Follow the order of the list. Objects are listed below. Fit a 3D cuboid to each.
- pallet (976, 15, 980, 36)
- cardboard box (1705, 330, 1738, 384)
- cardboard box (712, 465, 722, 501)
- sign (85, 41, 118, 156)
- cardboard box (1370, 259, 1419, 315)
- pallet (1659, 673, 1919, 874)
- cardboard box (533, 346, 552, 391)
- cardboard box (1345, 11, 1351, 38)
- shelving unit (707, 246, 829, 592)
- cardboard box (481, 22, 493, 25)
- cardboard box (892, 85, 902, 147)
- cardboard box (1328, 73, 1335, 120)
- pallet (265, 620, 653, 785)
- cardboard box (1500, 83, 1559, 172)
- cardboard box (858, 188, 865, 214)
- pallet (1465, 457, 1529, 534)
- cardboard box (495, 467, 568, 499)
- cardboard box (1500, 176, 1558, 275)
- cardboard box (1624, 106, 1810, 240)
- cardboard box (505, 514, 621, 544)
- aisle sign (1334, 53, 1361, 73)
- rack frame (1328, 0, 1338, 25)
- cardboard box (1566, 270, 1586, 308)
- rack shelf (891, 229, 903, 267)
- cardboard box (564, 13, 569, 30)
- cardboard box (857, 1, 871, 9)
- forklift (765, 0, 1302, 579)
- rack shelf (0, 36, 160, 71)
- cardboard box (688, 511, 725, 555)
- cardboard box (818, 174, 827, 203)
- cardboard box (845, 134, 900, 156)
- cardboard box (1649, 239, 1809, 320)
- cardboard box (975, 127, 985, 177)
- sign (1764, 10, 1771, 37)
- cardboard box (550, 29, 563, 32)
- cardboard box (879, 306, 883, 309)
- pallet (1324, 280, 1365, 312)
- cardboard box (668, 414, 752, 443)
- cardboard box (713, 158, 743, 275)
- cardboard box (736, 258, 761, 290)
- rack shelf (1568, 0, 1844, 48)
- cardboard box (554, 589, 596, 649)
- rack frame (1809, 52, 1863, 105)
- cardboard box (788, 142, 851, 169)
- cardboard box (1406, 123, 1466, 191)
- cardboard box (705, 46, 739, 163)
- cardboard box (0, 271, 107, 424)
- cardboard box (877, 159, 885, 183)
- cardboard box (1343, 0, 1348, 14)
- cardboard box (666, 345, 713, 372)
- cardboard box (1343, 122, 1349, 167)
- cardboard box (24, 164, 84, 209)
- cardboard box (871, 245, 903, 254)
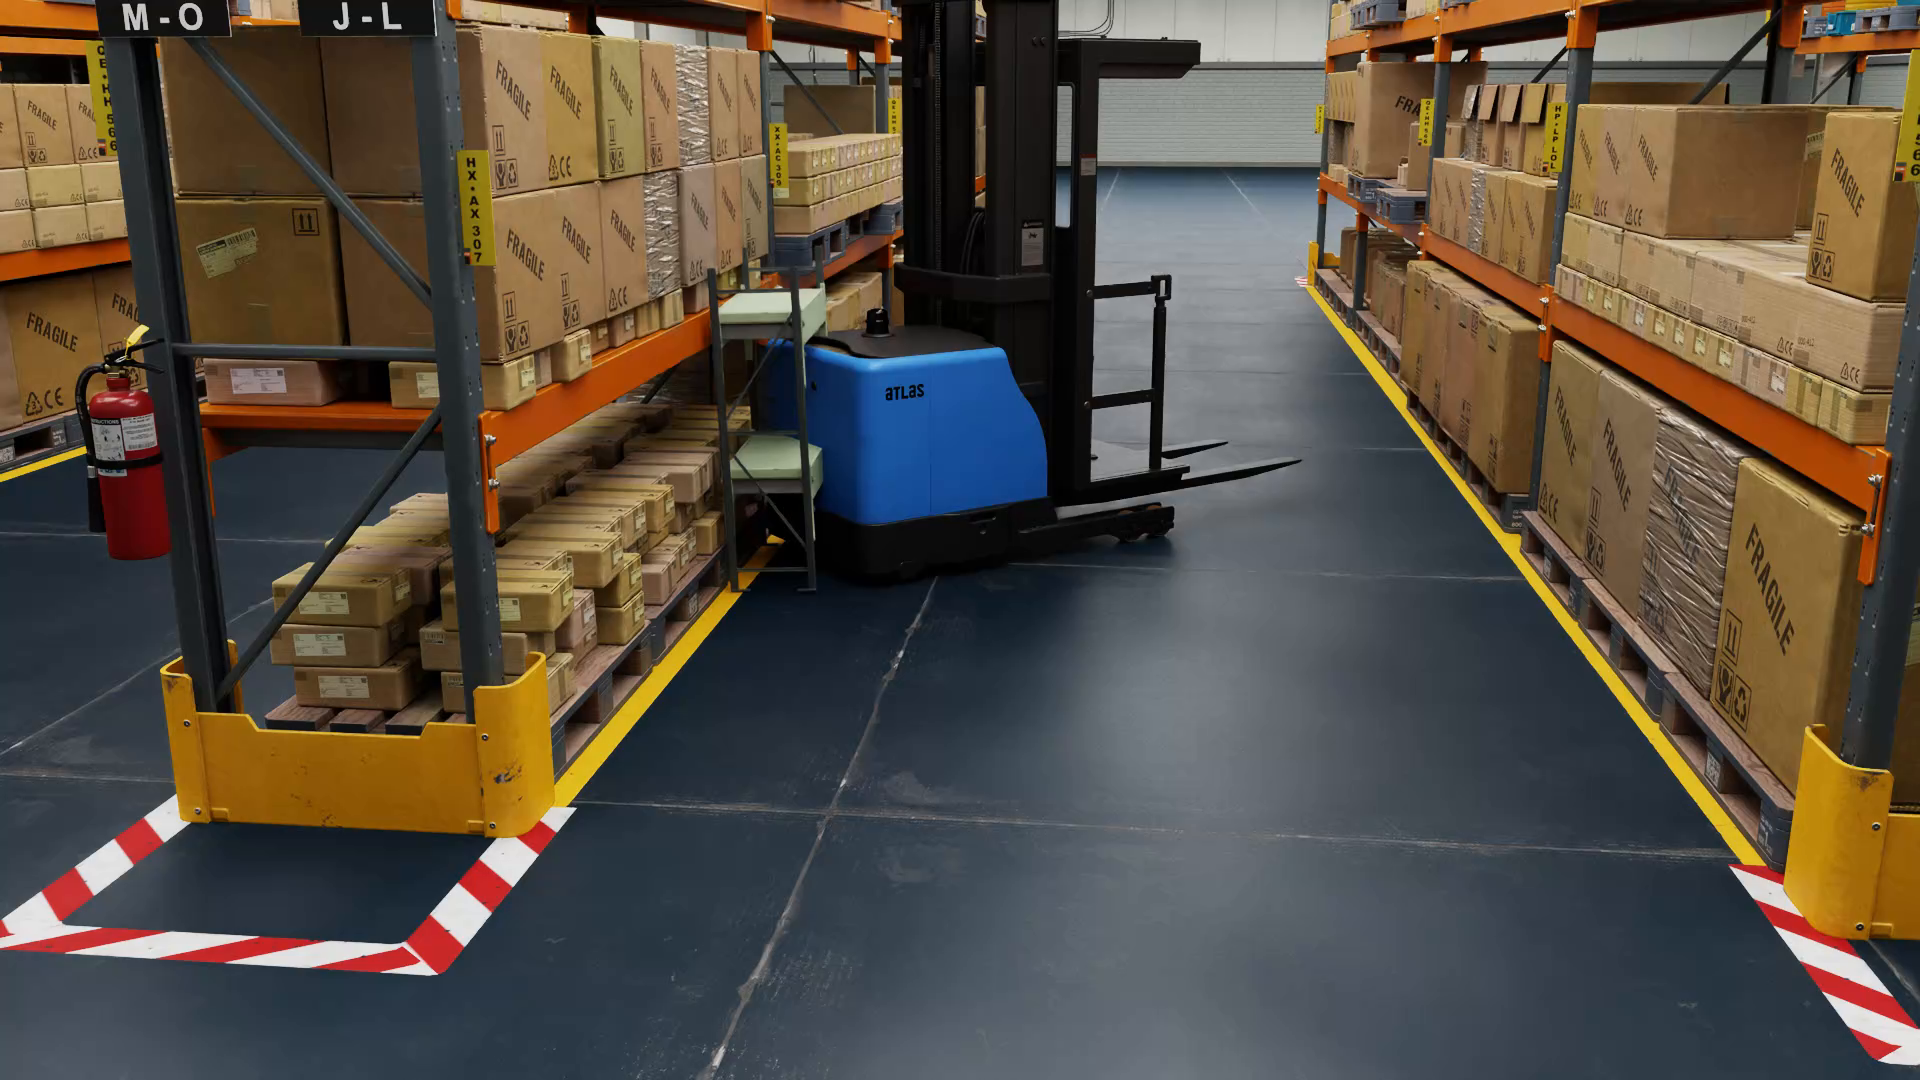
[{"bbox_3d":[-0.339,-5.599,18.045,1.003,0.211,1.213,2,15,6],"label":"pallet"},{"bbox_3d":[2.808,-0.628,5.718,0.380,0.149,0.250,1,15,5],"label":"cardboard box"},{"bbox_3d":[-1.361,-0.268,7.994,0.380,0.149,0.250,2,15,7],"label":"cardboard box"},{"bbox_3d":[-2.485,-1.287,4.852,0.100,0.325,0.005,2,15,6],"label":"sign"},{"bbox_3d":[4.245,-2.341,15.520,0.700,0.500,0.500,1,15,2],"label":"cardboard box"},{"bbox_3d":[2.994,0.755,5.467,1.003,0.211,1.213,2,15,6],"label":"pallet"},{"bbox_3d":[-1.586,-0.574,5.521,0.380,0.149,0.250,2,15,8],"label":"cardboard box"},{"bbox_3d":[4.310,-5.392,17.398,0.500,0.250,0.500,2,15,8],"label":"cardboard box"},{"bbox_3d":[-0.865,-0.587,7.876,0.431,1.500,0.755,-1,17,4],"label":"shelving unit"},{"bbox_3d":[-5.161,-5.384,17.561,0.380,0.149,0.250,2,15,8],"label":"cardboard box"},{"bbox_3d":[-0.861,-3.540,13.902,0.700,0.500,0.500,1,15,5],"label":"cardboard box"},{"bbox_3d":[4.390,-4.942,18.515,0.500,0.500,0.500,2,15,6],"label":"cardboard box"},{"bbox_3d":[-1.800,0.563,6.177,1.003,0.211,1.213,2,15,6],"label":"pallet"},{"bbox_3d":[3.640,-2.457,9.889,0.797,0.503,0.637,2,15,8],"label":"cardboard box"},{"bbox_3d":[-0.809,-2.166,10.602,0.380,0.149,0.250,1,15,4],"label":"cardboard box"},{"bbox_3d":[3.445,-0.276,9.277,1.003,0.211,1.213,2,15,6],"label":"pallet"},{"bbox_3d":[-1.931,-0.217,7.237,0.380,0.149,0.250,2,15,7],"label":"cardboard box"},{"bbox_3d":[3.277,-1.725,9.103,0.500,0.500,0.500,2,15,8],"label":"cardboard box"},{"bbox_3d":[3.007,-1.473,6.645,0.500,0.500,0.500,1,15,4],"label":"cardboard box"},{"bbox_3d":[-1.526,0.003,6.422,0.380,0.149,0.250,1,15,4],"label":"cardboard box"},{"bbox_3d":[4.496,-5.811,19.427,0.394,0.787,0.004,2,15,6],"label":"aisle sign"},{"bbox_3d":[4.787,-7.428,18.891,1.000,3.000,0.127,2,15,6],"label":"rack frame"},{"bbox_3d":[3.039,-1.163,7.698,0.380,0.149,0.250,1,15,4],"label":"cardboard box"},{"bbox_3d":[-0.807,-2.800,14.650,1.077,0.370,4.000,2,15,6],"label":"rack shelf"},{"bbox_3d":[-4.850,-6.202,19.823,0.500,0.250,0.500,2,15,6],"label":"cardboard box"},{"bbox_3d":[-0.888,-3.840,11.177,0.500,0.500,0.500,2,15,6],"label":"cardboard box"},{"bbox_3d":[0.520,-1.507,8.621,3.031,2.935,1.130,-10,18,-33],"label":"forklift"},{"bbox_3d":[-10.218,-5.551,19.075,1.077,0.370,4.000,2,15,6],"label":"rack shelf"},{"bbox_3d":[-1.307,-0.038,7.713,0.380,0.149,0.250,2,15,6],"label":"cardboard box"},{"bbox_3d":[-0.955,-1.973,9.317,0.380,0.149,0.250,1,15,5],"label":"cardboard box"},{"bbox_3d":[-0.633,-2.857,12.018,0.380,0.149,0.250,1,15,4],"label":"cardboard box"},{"bbox_3d":[2.942,-0.985,6.277,0.500,0.250,0.500,2,15,6],"label":"cardboard box"},{"bbox_3d":[-0.167,-4.535,19.401,0.875,0.550,0.550,2,15,6],"label":"cardboard box"},{"bbox_3d":[9.162,-5.855,18.806,0.100,0.325,0.005,2,15,6],"label":"sign"},{"bbox_3d":[-4.882,-5.916,19.529,0.380,0.149,0.250,2,15,8],"label":"cardboard box"},{"bbox_3d":[-0.847,-1.447,12.250,0.500,0.500,0.500,2,15,6],"label":"cardboard box"},{"bbox_3d":[4.511,-2.641,18.023,1.003,0.211,1.213,2,15,6],"label":"pallet"},{"bbox_3d":[-1.255,-0.538,8.422,0.380,0.149,0.250,2,15,7],"label":"cardboard box"},{"bbox_3d":[-1.318,-1.515,7.757,0.500,0.500,0.500,1,15,5],"label":"cardboard box"},{"bbox_3d":[-1.205,-1.319,8.276,0.380,0.149,0.250,1,15,5],"label":"cardboard box"},{"bbox_3d":[3.207,-2.001,5.948,1.077,0.370,4.000,2,15,6],"label":"rack shelf"},{"bbox_3d":[-1.534,0.278,5.974,0.380,0.149,0.250,2,15,6],"label":"cardboard box"},{"bbox_3d":[9.708,-4.386,19.135,1.000,3.000,0.127,2,15,6],"label":"rack frame"},{"bbox_3d":[-0.867,-2.319,10.028,0.380,0.149,0.250,2,15,6],"label":"cardboard box"},{"bbox_3d":[3.869,-2.997,13.002,0.700,0.500,0.500,4,16,15],"label":"cardboard box"},{"bbox_3d":[-1.322,-2.002,7.642,0.500,0.500,0.500,1,15,4],"label":"cardboard box"},{"bbox_3d":[-6.329,-1.286,10.937,0.875,0.875,0.875,2,15,8],"label":"cardboard box"},{"bbox_3d":[-0.720,-2.510,11.305,0.380,0.149,0.250,2,15,6],"label":"cardboard box"},{"bbox_3d":[4.361,-5.770,18.032,0.380,0.149,0.250,2,15,6],"label":"cardboard box"},{"bbox_3d":[-1.651,-1.150,9.717,0.500,0.250,0.500,1,15,5],"label":"cardboard box"},{"bbox_3d":[4.661,-4.320,18.130,0.875,0.500,0.500,2,15,6],"label":"cardboard box"},{"bbox_3d":[-5.970,-2.252,10.574,0.500,0.250,0.500,2,15,7],"label":"cardboard box"},{"bbox_3d":[-0.779,-2.128,14.290,1.050,0.750,0.750,2,15,7],"label":"cardboard box"}]
